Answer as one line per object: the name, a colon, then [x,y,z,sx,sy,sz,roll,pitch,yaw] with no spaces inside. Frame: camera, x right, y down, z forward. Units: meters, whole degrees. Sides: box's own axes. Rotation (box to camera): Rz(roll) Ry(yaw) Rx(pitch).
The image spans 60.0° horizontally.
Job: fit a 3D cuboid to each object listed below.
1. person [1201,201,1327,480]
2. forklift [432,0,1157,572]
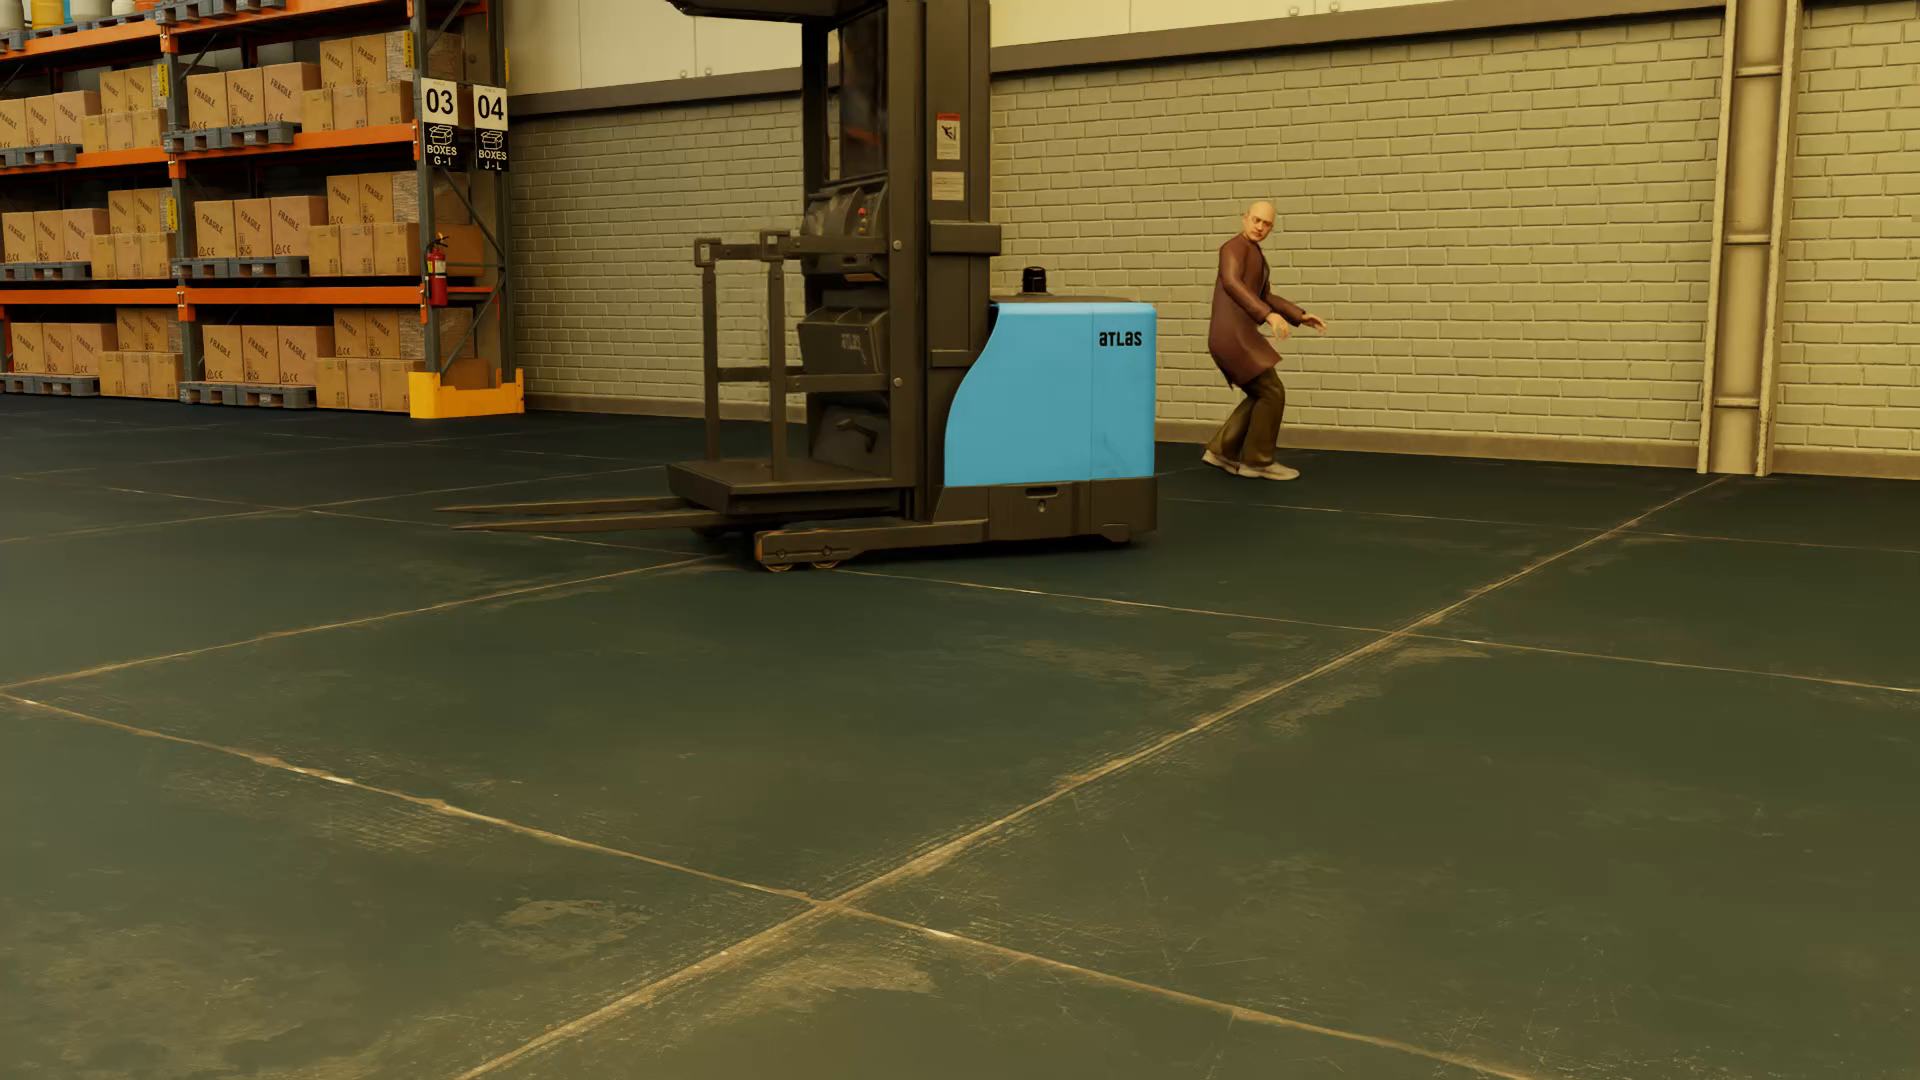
person: [1.873,-1.209,10.165,0.756,1.697,0.863,1,8,8]
forklift: [-0.684,-1.405,7.073,3.031,2.935,1.130,-4,9,-24]
